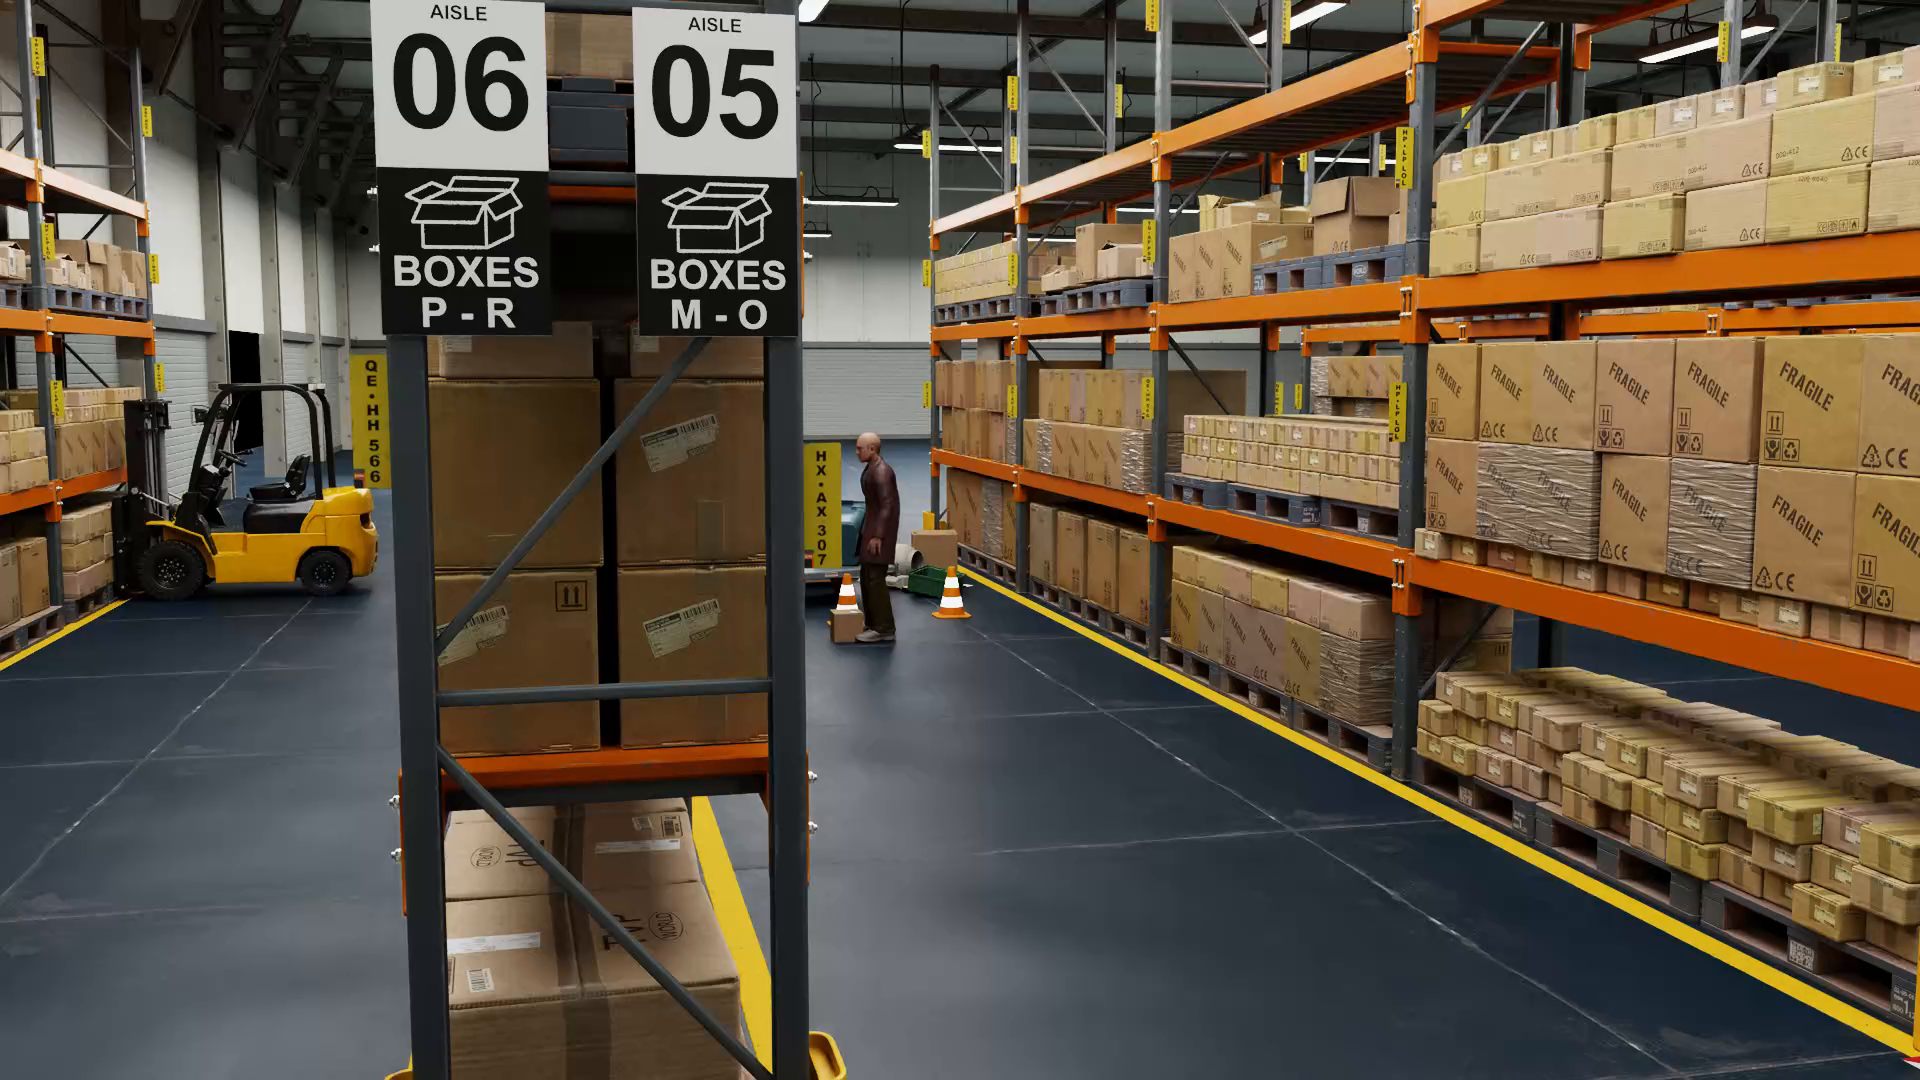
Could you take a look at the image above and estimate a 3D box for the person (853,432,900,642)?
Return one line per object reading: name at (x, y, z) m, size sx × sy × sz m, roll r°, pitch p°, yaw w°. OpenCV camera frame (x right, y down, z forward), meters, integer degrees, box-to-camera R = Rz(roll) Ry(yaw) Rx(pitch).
person at (-0.730, -0.033, 14.197) m, size 0.427 × 1.774 × 0.644 m, roll -1°, pitch 6°, yaw -13°
